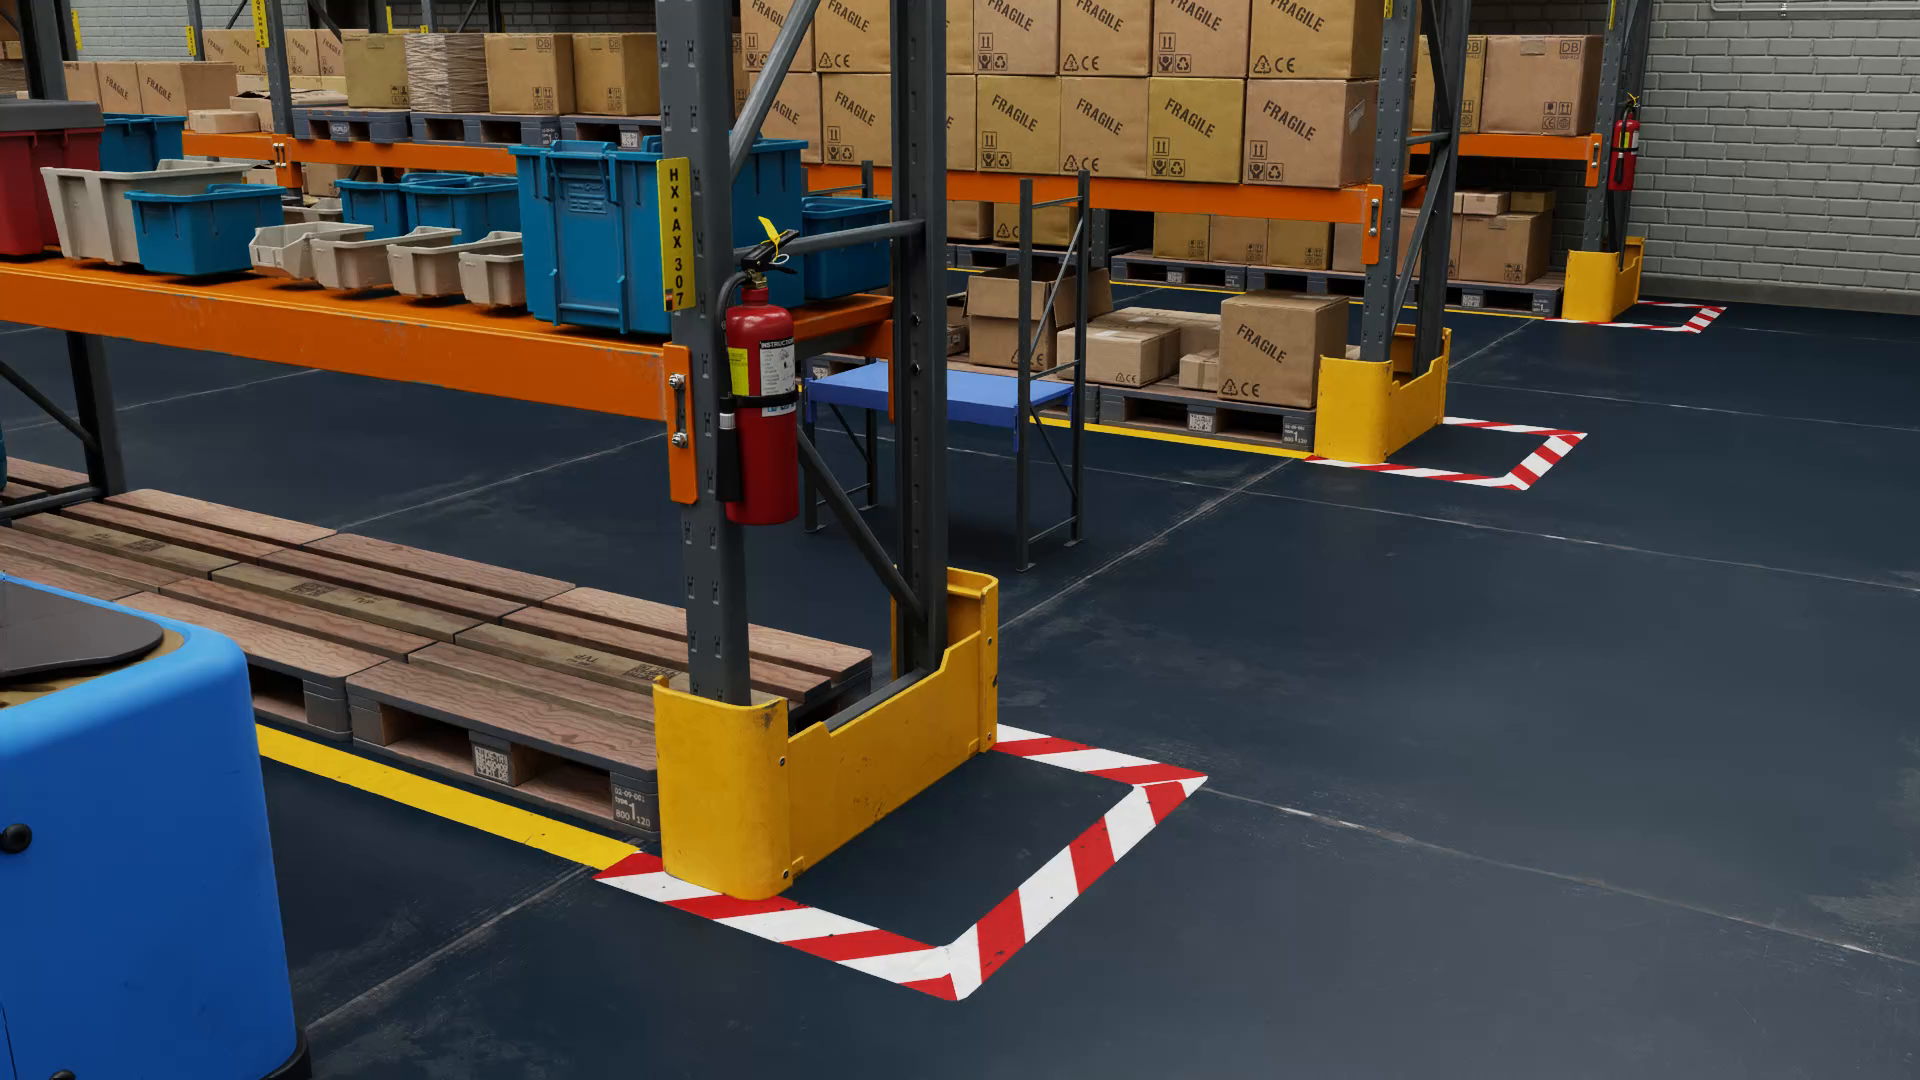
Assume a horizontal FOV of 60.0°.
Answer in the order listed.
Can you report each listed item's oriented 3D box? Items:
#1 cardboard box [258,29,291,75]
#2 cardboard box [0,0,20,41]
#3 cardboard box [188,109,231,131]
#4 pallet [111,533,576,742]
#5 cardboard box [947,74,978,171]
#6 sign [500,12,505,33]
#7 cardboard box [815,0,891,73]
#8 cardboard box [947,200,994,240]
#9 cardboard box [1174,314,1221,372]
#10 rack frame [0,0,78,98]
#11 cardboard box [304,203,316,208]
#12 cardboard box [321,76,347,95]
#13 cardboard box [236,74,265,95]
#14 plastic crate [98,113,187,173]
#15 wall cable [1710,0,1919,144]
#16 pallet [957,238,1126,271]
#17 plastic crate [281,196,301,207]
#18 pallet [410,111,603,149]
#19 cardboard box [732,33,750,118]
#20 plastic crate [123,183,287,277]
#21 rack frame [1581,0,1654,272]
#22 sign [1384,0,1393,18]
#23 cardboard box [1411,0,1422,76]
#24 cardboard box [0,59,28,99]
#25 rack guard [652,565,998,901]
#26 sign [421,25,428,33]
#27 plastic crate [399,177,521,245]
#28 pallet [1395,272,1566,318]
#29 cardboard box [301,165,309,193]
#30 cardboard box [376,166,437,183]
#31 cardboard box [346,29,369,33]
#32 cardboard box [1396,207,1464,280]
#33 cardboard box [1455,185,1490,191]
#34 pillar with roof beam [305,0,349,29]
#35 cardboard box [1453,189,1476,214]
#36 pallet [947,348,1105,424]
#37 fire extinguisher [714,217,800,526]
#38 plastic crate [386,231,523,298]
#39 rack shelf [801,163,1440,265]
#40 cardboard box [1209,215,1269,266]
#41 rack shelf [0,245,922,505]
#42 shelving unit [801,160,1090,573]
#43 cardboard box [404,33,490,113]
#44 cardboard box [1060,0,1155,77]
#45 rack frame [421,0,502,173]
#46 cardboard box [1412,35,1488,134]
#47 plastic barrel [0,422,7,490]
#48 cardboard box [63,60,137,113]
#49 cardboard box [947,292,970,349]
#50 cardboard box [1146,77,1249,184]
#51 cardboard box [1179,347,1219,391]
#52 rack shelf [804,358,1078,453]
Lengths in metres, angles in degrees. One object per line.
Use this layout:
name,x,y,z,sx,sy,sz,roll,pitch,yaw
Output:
cardboard box,-7.692,-5.607,19.113,0.500,0.500,0.500,9,19,28
cardboard box,-8.357,-4.514,14.177,0.500,0.500,0.700,10,20,30
cardboard box,-5.683,-3.231,12.789,0.250,0.149,0.380,12,21,34
pallet,-2.063,0.285,5.579,1.213,0.211,1.003,10,20,30
cardboard box,-0.004,-2.312,9.159,0.500,0.500,0.500,10,20,30
sign,-5.099,-5.699,18.490,0.005,0.325,0.100,10,20,30
cardboard box,-0.464,-2.869,9.274,0.500,0.500,0.500,9,19,28
cardboard box,0.050,-3.164,15.111,0.750,0.750,0.750,11,20,32
cardboard box,1.509,-1.078,9.243,0.500,0.250,0.500,10,20,30
rack frame,-7.976,-3.780,14.163,0.127,3.000,1.000,10,20,30
cardboard box,-4.860,-2.477,12.919,0.500,0.311,0.500,11,20,32
cardboard box,-6.805,-5.092,18.708,0.500,0.250,0.500,10,20,30
cardboard box,-8.095,-5.325,19.474,0.500,0.250,0.500,9,19,28
plastic crate,-3.178,-1.371,6.158,0.575,0.384,0.392,10,20,30
wall cable,6.425,-3.707,12.177,1.851,1.984,0.084,10,20,30
pallet,0.734,-2.555,14.928,1.213,0.211,1.003,10,20,30
plastic crate,-2.660,-1.130,5.810,0.590,0.125,0.437,10,20,30
pallet,-2.907,-2.785,11.218,1.213,0.211,1.003,10,20,30
cardboard box,-1.445,-2.939,10.501,0.500,0.500,0.700,4,17,12
plastic crate,-2.230,-0.926,4.952,0.300,0.233,0.416,10,20,30
rack frame,4.839,-3.182,12.195,0.127,3.000,1.000,10,20,30
sign,1.942,-2.525,7.497,0.005,0.325,0.100,10,20,30
cardboard box,2.010,-2.613,8.431,0.500,0.500,0.500,11,20,32
cardboard box,-8.357,-3.893,14.365,0.500,0.500,0.700,10,19,29
rack guard,-0.318,0.468,4.479,0.348,0.500,1.175,10,20,30
sign,-5.664,-5.286,17.631,0.005,0.325,0.100,10,20,30
plastic crate,-1.506,-0.996,5.184,0.300,0.233,0.416,10,20,30
pallet,4.117,-1.950,12.936,1.213,0.211,1.003,10,20,30
cardboard box,-7.766,-4.325,19.828,0.500,0.311,0.500,12,21,35
cardboard box,-6.292,-4.169,18.990,0.500,0.500,0.500,8,19,26
cardboard box,-6.379,-5.373,18.343,0.500,0.500,0.500,10,20,30
cardboard box,3.764,-2.344,13.016,0.500,0.500,0.700,10,20,30
cardboard box,3.970,-2.686,13.025,0.250,0.149,0.380,10,20,30
pillar with roof beam,-9.999,-7.527,16.179,0.400,9.000,9.100,10,20,30
cardboard box,3.767,-2.592,12.715,0.250,0.149,0.380,11,20,32
pallet,0.470,-0.938,9.607,1.213,0.211,1.003,10,20,30
fire extinguisher,-0.455,-0.377,3.736,0.183,0.674,0.296,10,20,30
plastic crate,-1.375,-0.757,4.564,0.243,0.136,0.396,10,20,30
rack shelf,0.546,-1.914,9.260,4.000,0.370,1.077,10,20,30
cardboard box,2.441,-2.579,13.788,0.500,0.500,0.700,10,20,30
rack shelf,-2.050,-0.688,5.223,4.000,0.370,1.077,10,20,30
shelving unit,-0.073,-0.731,6.706,1.048,1.500,0.538,10,20,30
cardboard box,-3.292,-3.166,11.247,0.500,0.500,0.700,15,22,40
cardboard box,0.852,-2.634,8.501,0.500,0.500,0.500,11,20,32
rack frame,-5.386,-5.007,18.204,0.127,3.000,1.000,10,20,30
cardboard box,3.774,-3.508,12.753,0.700,0.700,0.980,10,20,30
plastic barrel,-4.209,-0.620,6.650,0.708,0.901,0.600,10,20,30
cardboard box,-6.881,-3.626,13.487,0.500,0.500,0.500,12,21,34
cardboard box,0.115,-1.356,10.054,0.500,0.311,0.500,10,20,30
cardboard box,1.282,-2.081,8.399,0.500,0.500,0.500,10,20,31
cardboard box,1.360,-0.915,8.849,0.250,0.166,0.380,10,20,30
rack shelf,-0.073,-0.558,6.758,1.000,0.185,0.538,10,20,30
